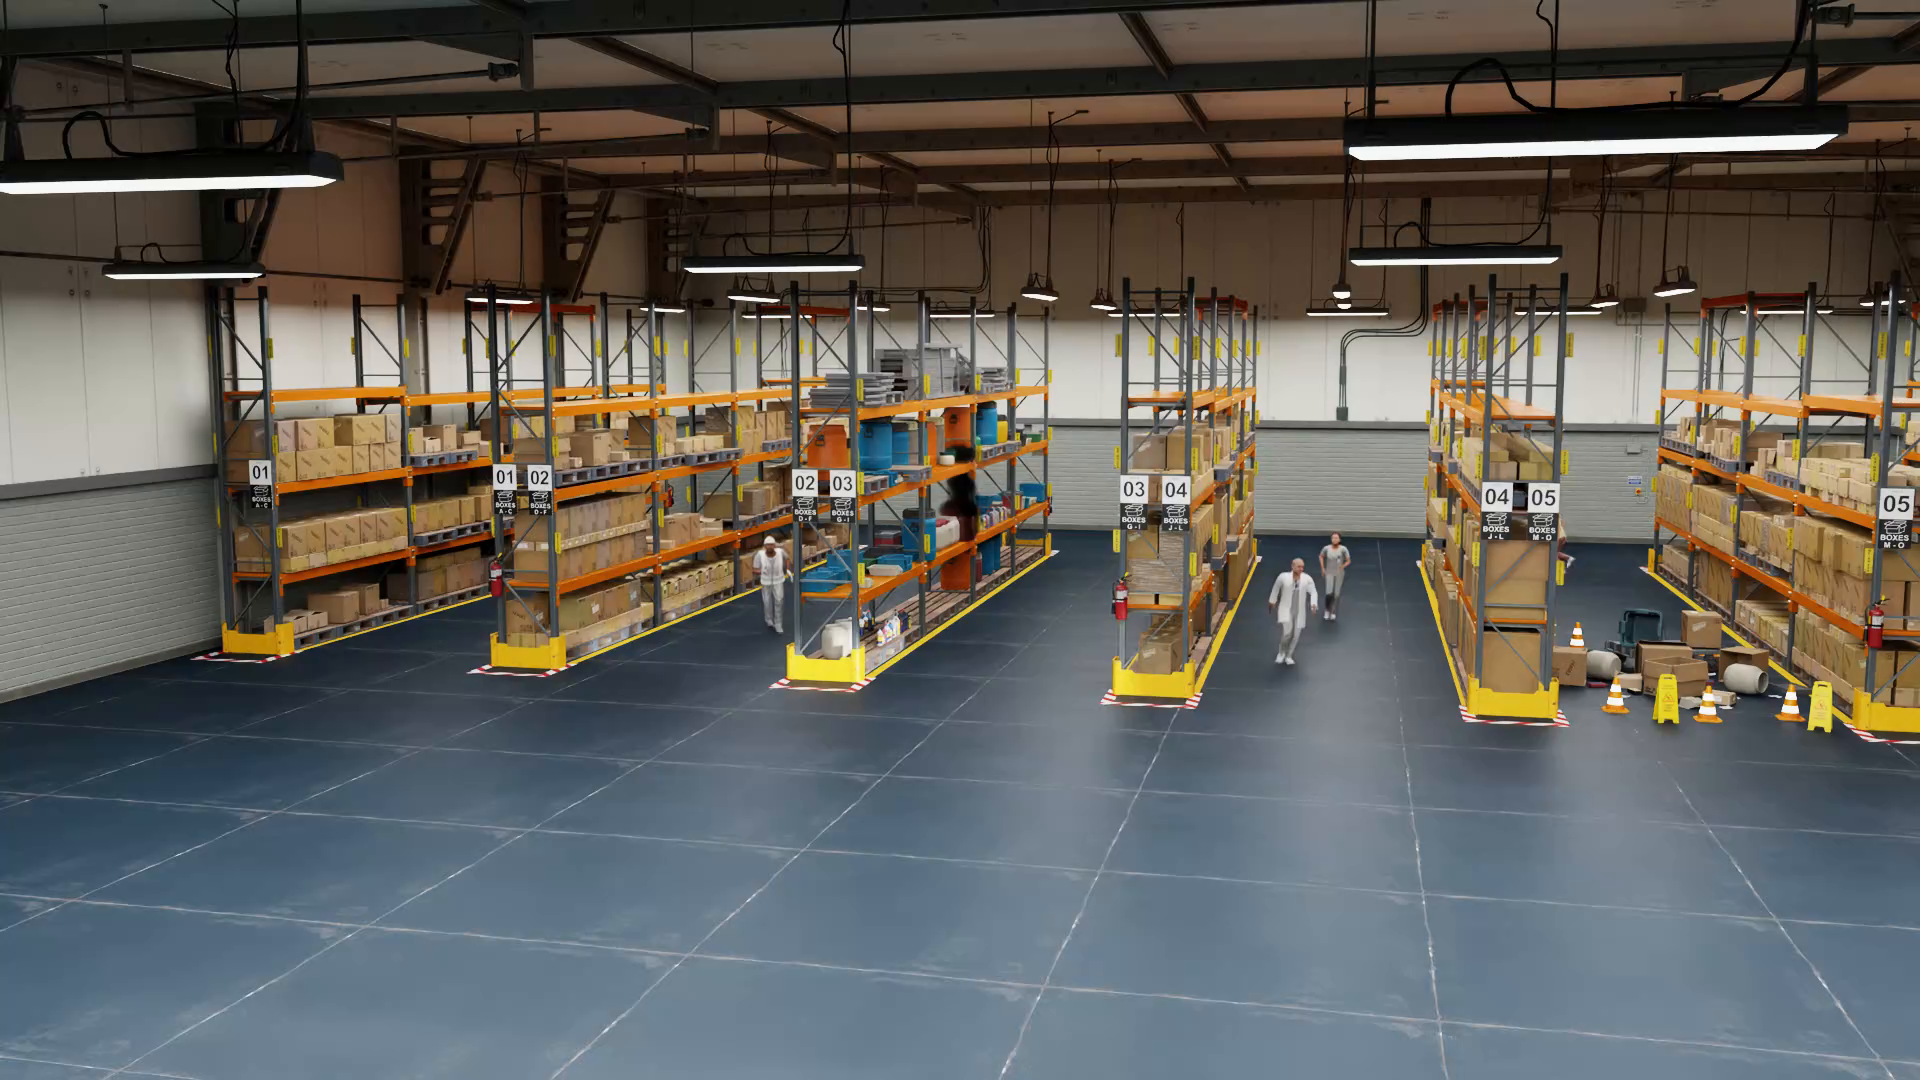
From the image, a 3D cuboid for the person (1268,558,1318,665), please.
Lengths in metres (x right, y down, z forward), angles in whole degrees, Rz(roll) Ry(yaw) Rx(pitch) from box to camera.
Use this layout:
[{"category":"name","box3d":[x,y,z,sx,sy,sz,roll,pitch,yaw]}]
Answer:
[{"category":"person","box3d":[5.262,1.133,26.123,0.679,1.725,0.860,0,7,-3]}]

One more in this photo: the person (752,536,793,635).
[{"category":"person","box3d":[-3.305,0.781,29.367,0.702,1.741,0.987,-1,7,-5]}]

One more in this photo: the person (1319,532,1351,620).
[{"category":"person","box3d":[6.906,0.666,30.627,0.553,1.647,0.640,1,7,8]}]

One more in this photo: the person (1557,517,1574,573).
[{"category":"person","box3d":[13.368,0.010,37.173,0.602,1.488,0.823,-6,9,-42]}]
